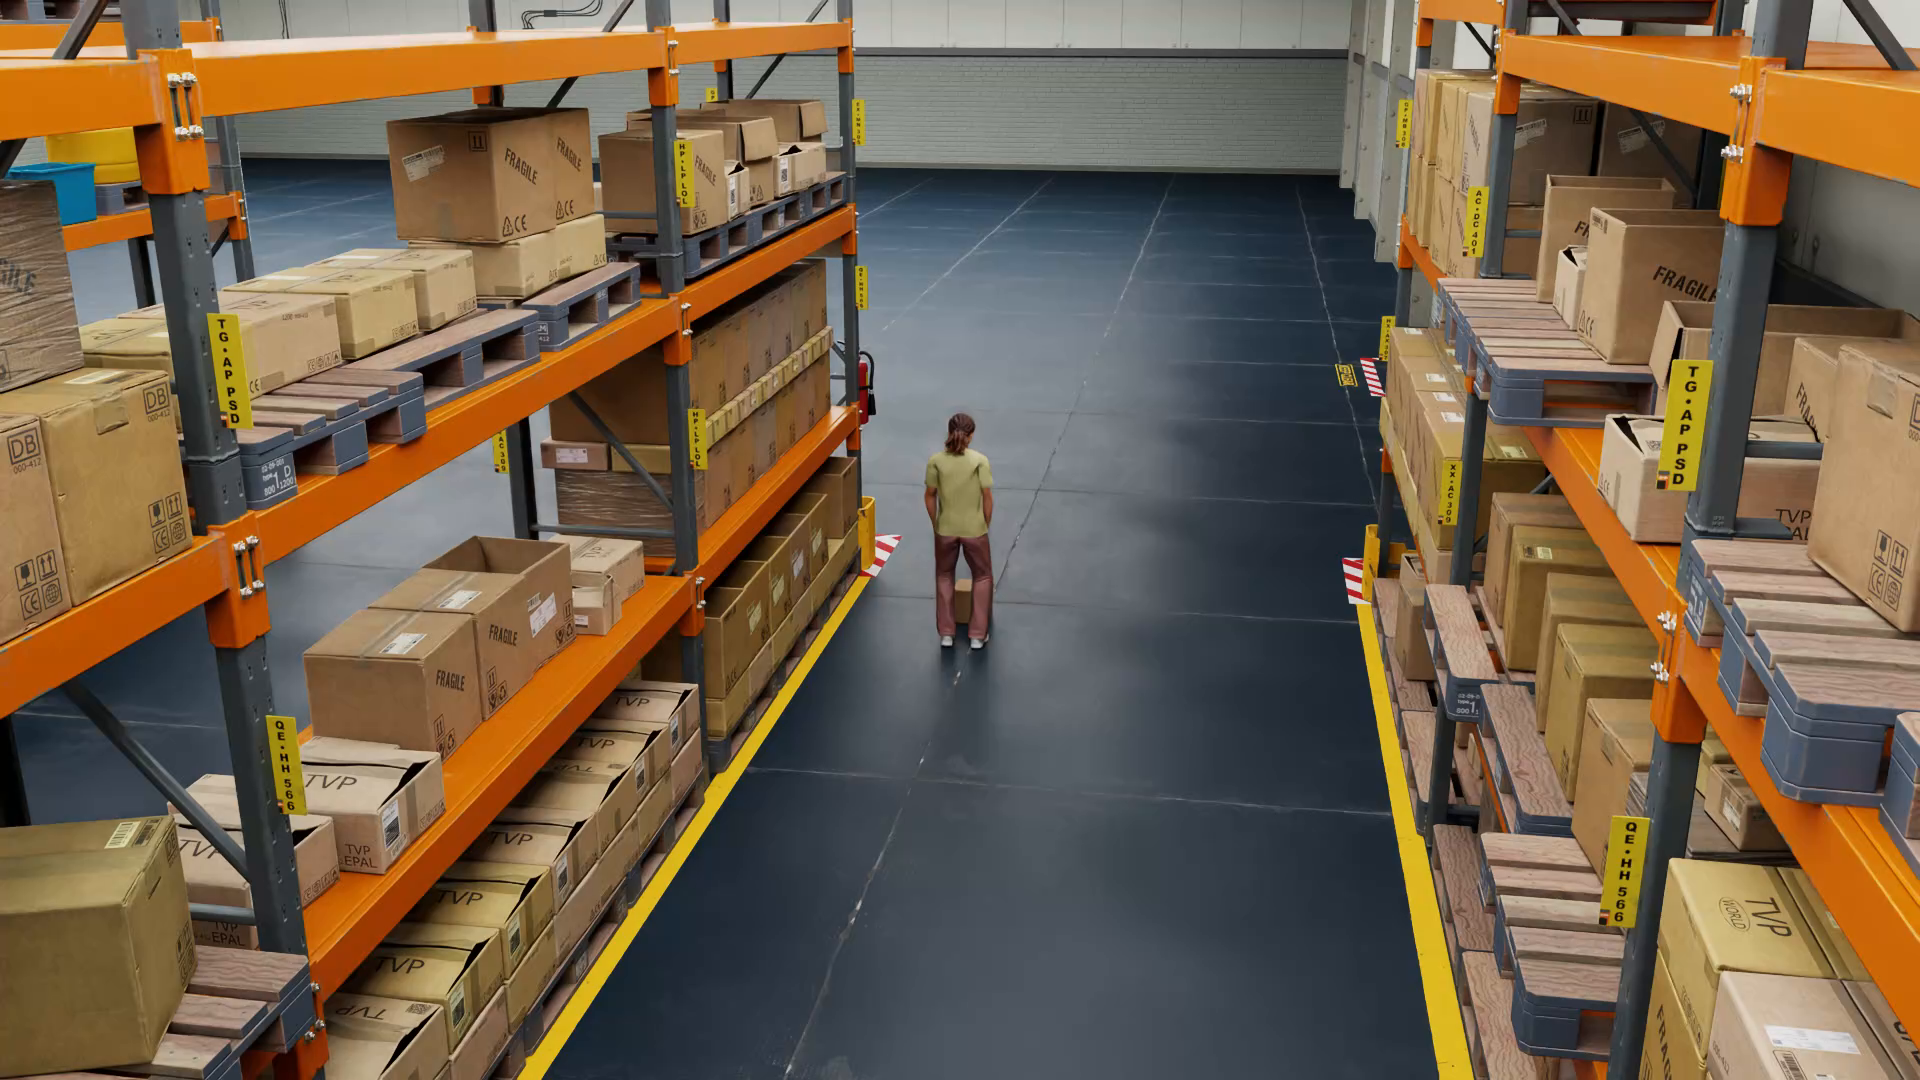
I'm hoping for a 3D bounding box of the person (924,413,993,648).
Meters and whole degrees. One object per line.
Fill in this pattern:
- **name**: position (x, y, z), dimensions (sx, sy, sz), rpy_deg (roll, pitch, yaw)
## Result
- **person**: position (-0.006, -0.059, 11.351), dimensions (0.474, 1.616, 0.406), rpy_deg (3, 18, 10)
